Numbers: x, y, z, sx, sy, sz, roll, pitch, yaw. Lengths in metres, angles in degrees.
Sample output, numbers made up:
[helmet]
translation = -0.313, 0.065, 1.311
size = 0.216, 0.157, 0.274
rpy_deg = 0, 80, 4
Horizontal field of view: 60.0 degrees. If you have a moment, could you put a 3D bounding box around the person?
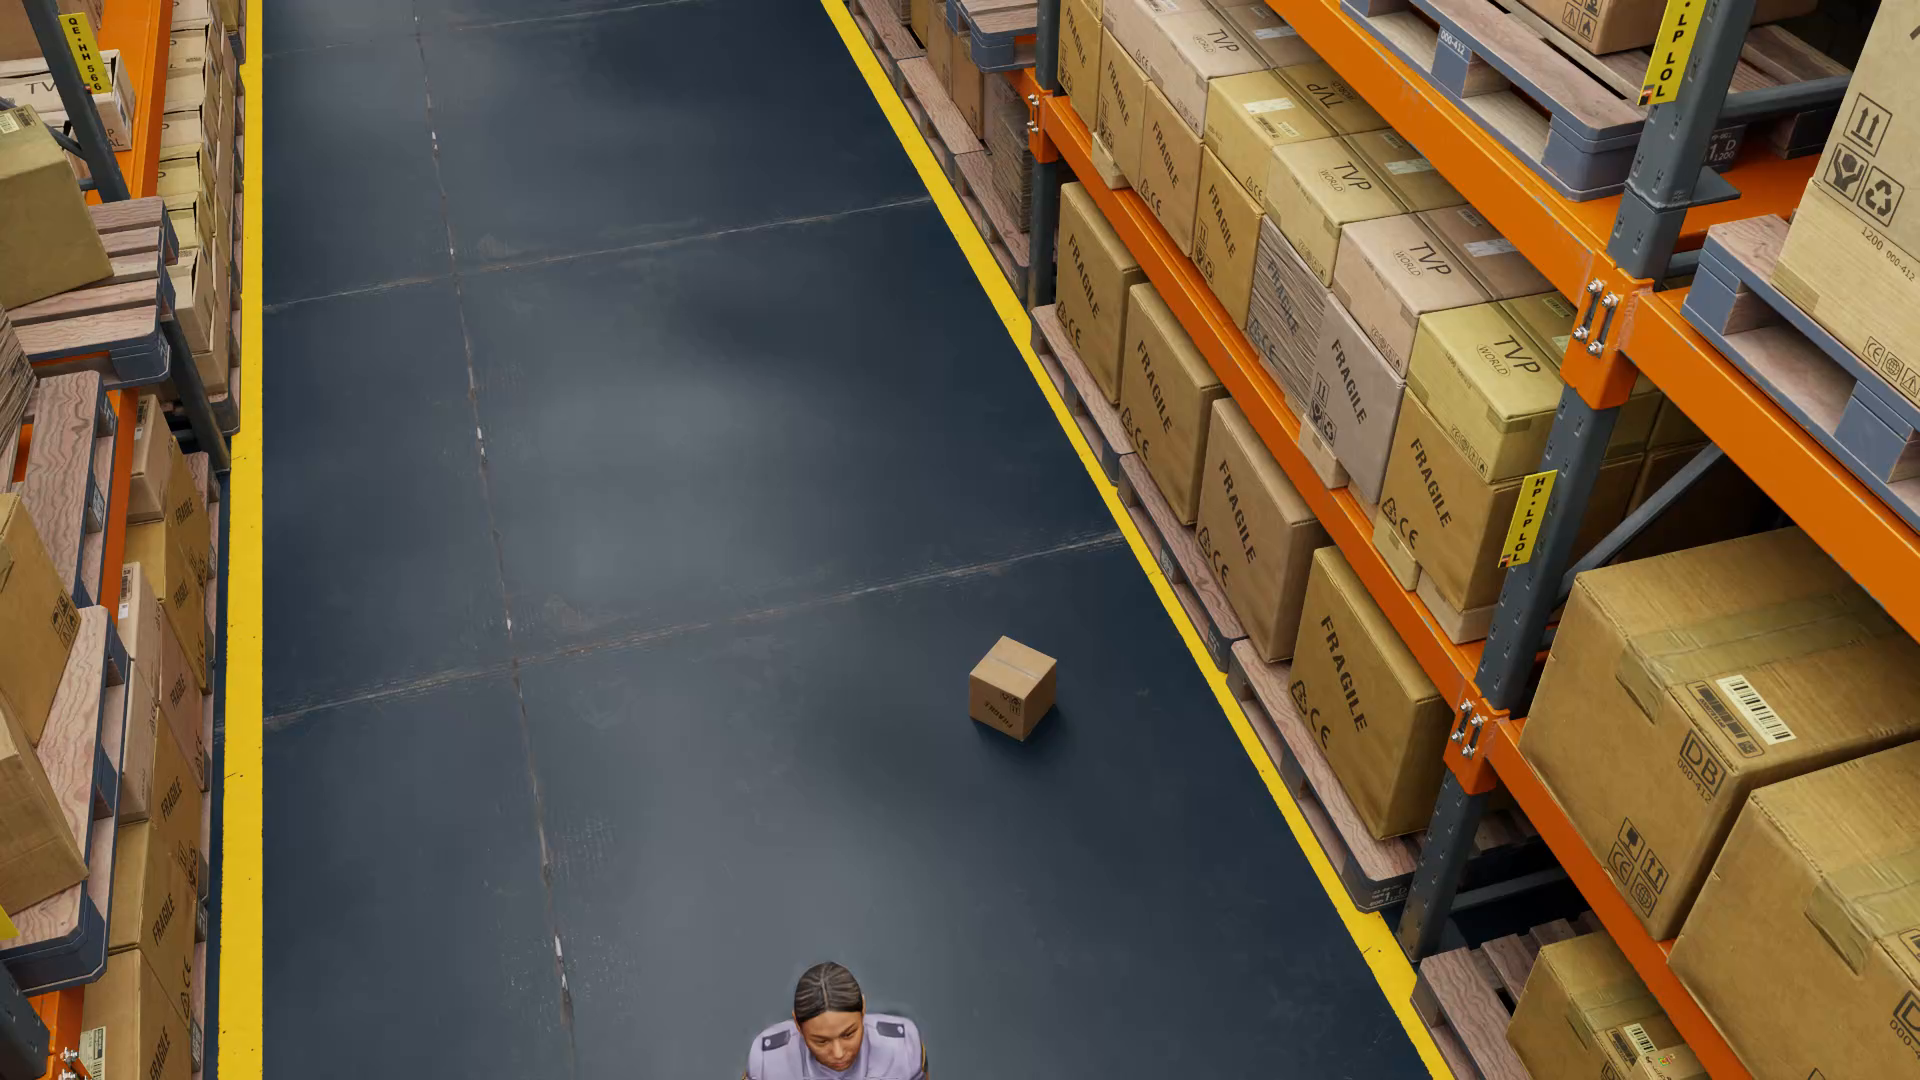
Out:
[person]
translation = -0.318, 1.688, 4.314
size = 0.477, 1.585, 0.975
rpy_deg = 0, 42, 0
